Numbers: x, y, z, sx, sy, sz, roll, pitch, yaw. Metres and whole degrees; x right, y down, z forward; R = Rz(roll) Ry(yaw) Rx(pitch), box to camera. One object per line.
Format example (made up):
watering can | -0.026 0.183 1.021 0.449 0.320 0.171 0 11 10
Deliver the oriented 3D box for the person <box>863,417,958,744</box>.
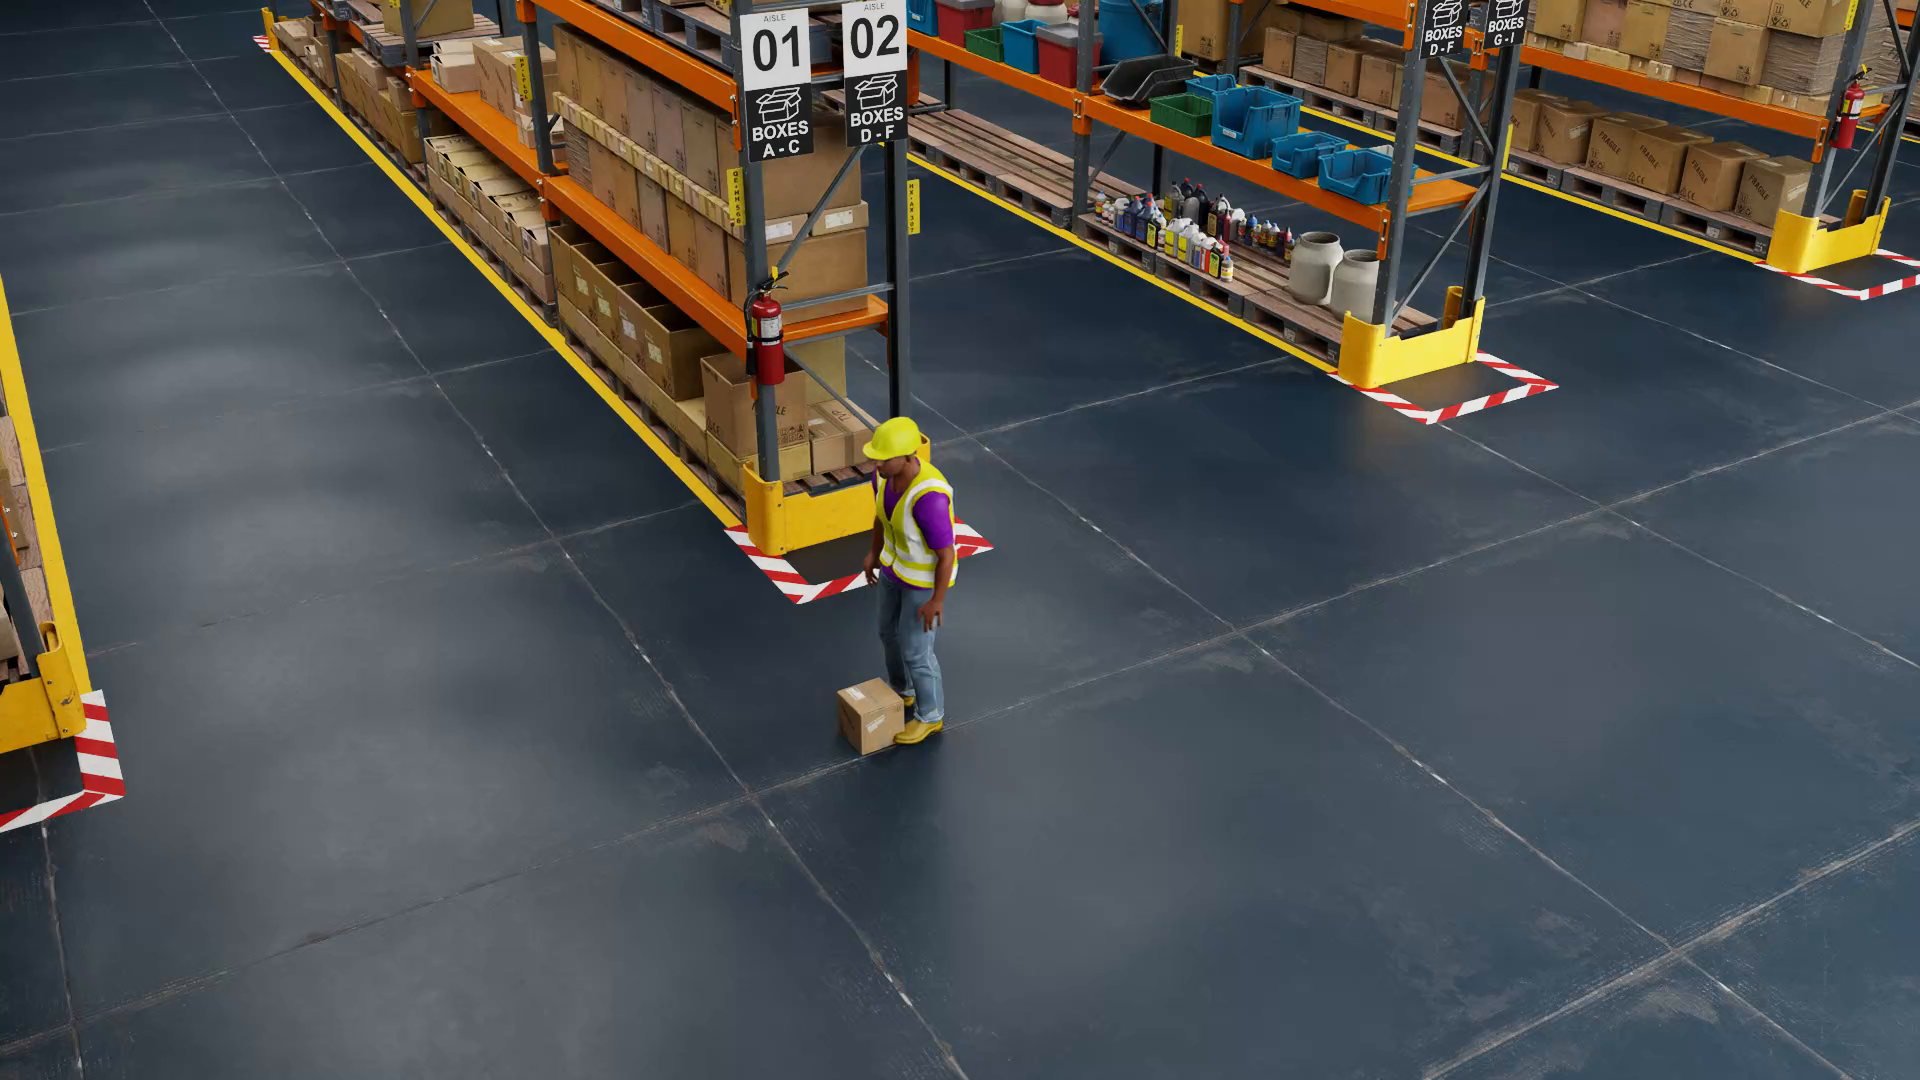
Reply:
person | -0.261 0.182 8.215 0.455 1.761 0.637 -17 33 -28
